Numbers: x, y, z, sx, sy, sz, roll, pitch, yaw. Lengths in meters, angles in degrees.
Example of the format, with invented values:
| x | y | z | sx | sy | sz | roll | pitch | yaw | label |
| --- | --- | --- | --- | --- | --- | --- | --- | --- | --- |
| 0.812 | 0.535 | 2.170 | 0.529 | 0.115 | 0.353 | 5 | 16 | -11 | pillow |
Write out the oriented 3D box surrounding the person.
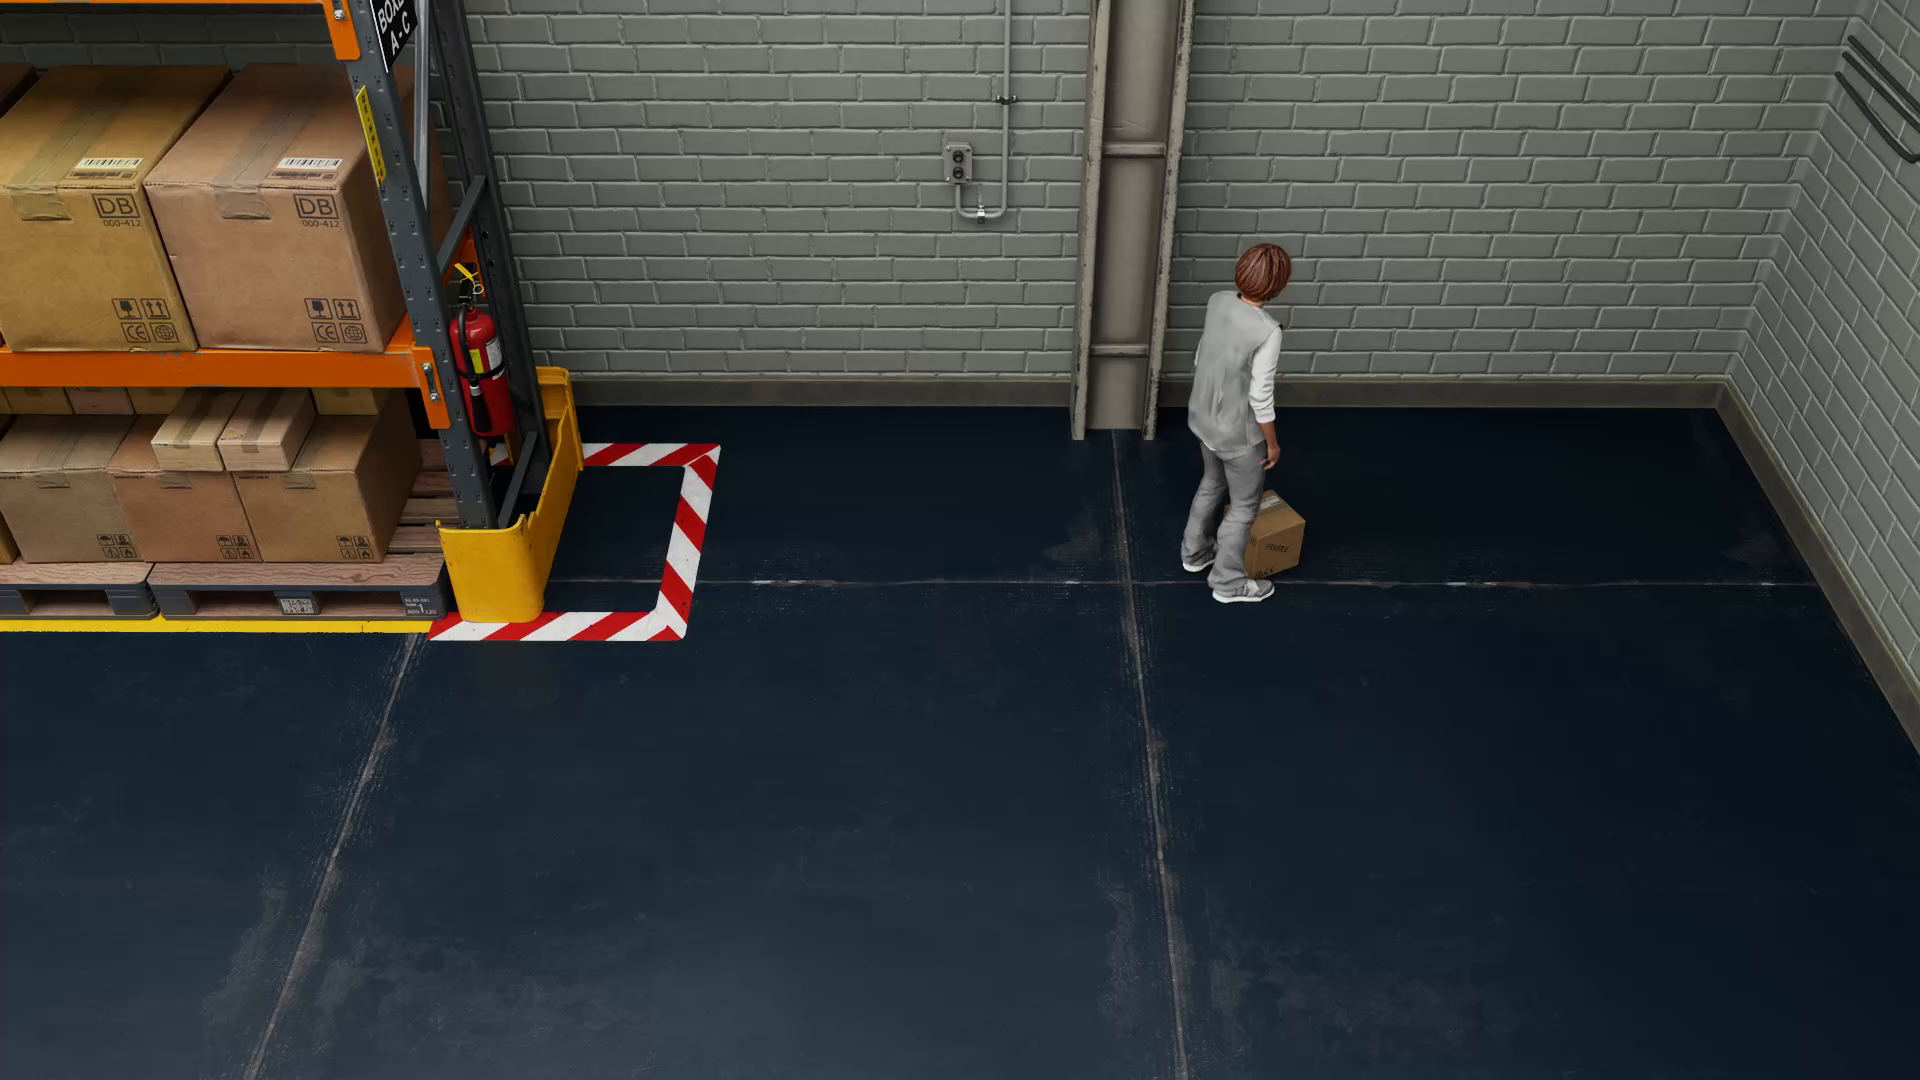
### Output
| x | y | z | sx | sy | sz | roll | pitch | yaw | label |
| --- | --- | --- | --- | --- | --- | --- | --- | --- | --- |
| 1.111 | -0.457 | 6.706 | 0.349 | 1.593 | 0.468 | -18 | 43 | -20 | person |
